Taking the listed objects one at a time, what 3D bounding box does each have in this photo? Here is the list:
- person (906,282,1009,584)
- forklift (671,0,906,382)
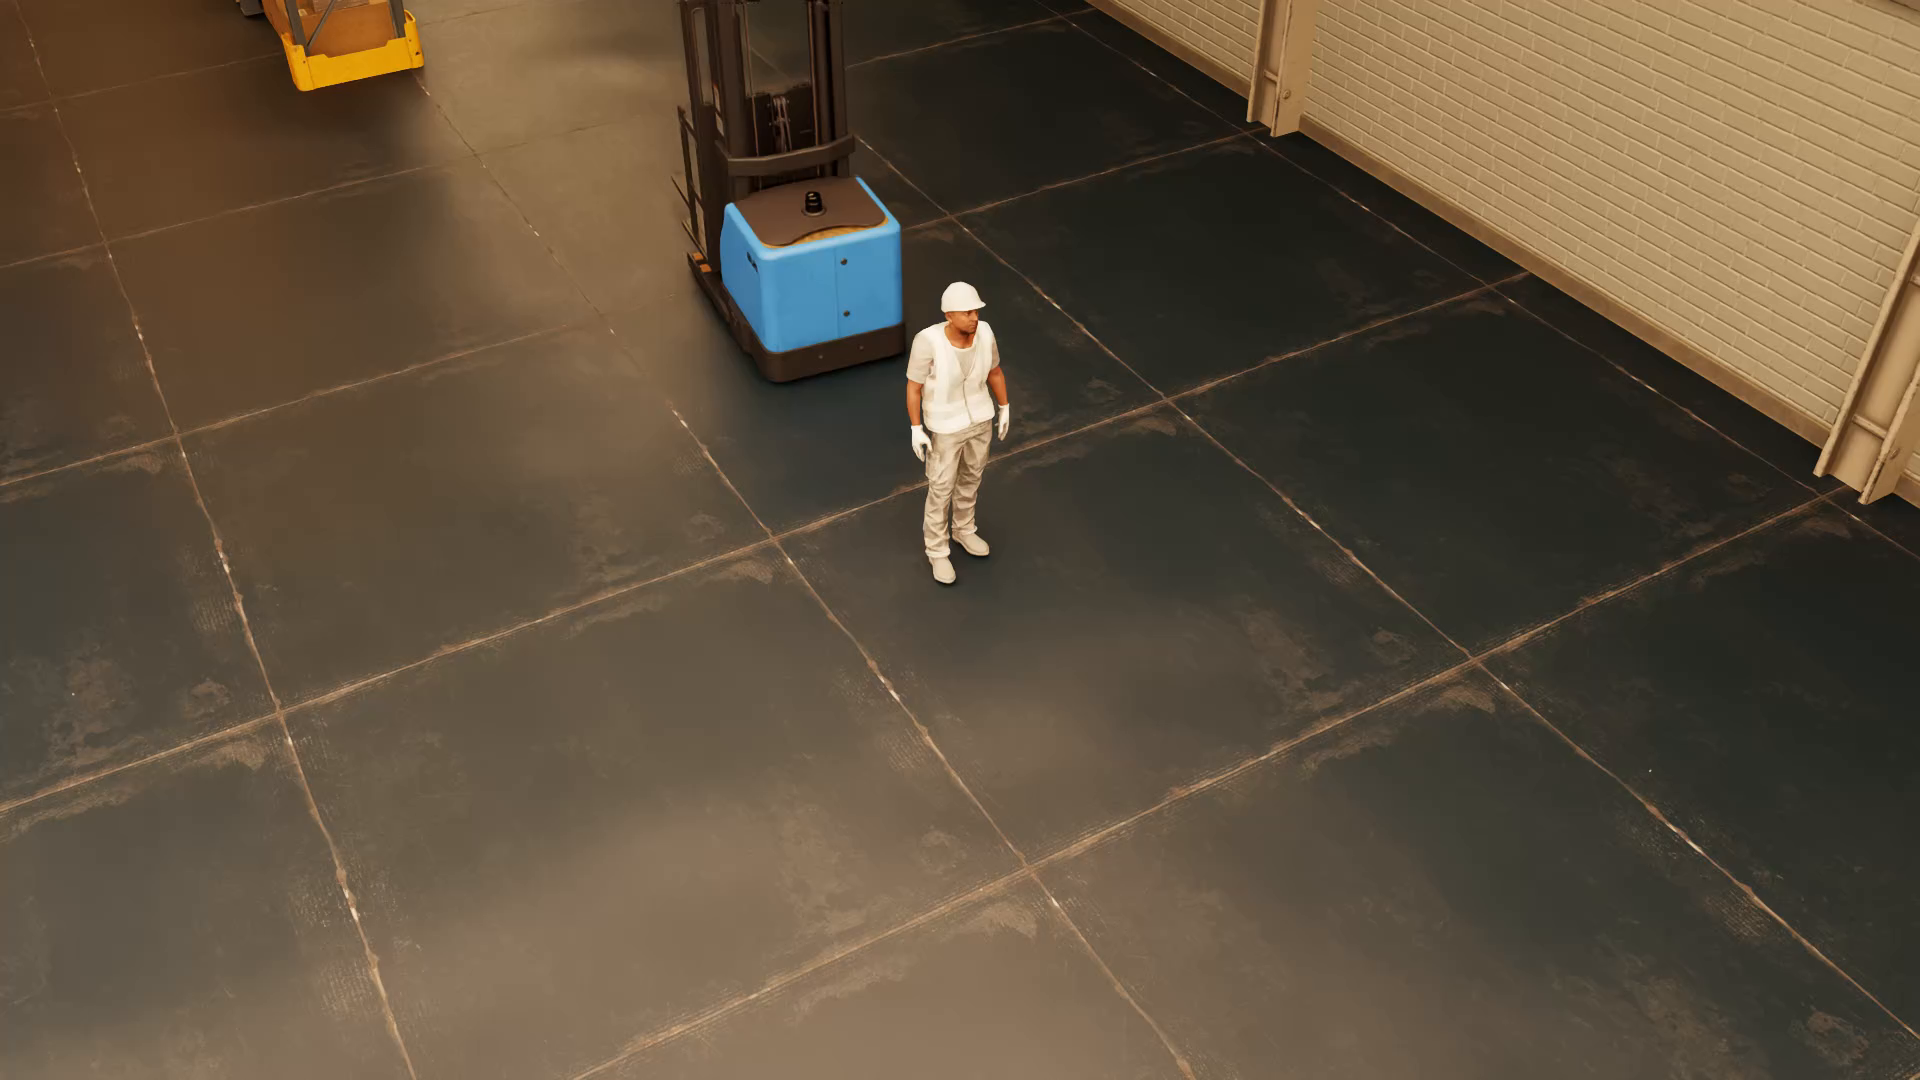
[{"bbox_3d":[0.028,-0.650,9.707,0.656,1.782,0.577,-20,44,-23],"label":"person"},{"bbox_3d":[-1.444,-3.164,11.851,1.130,2.935,3.031,-16,42,-18],"label":"forklift"}]
